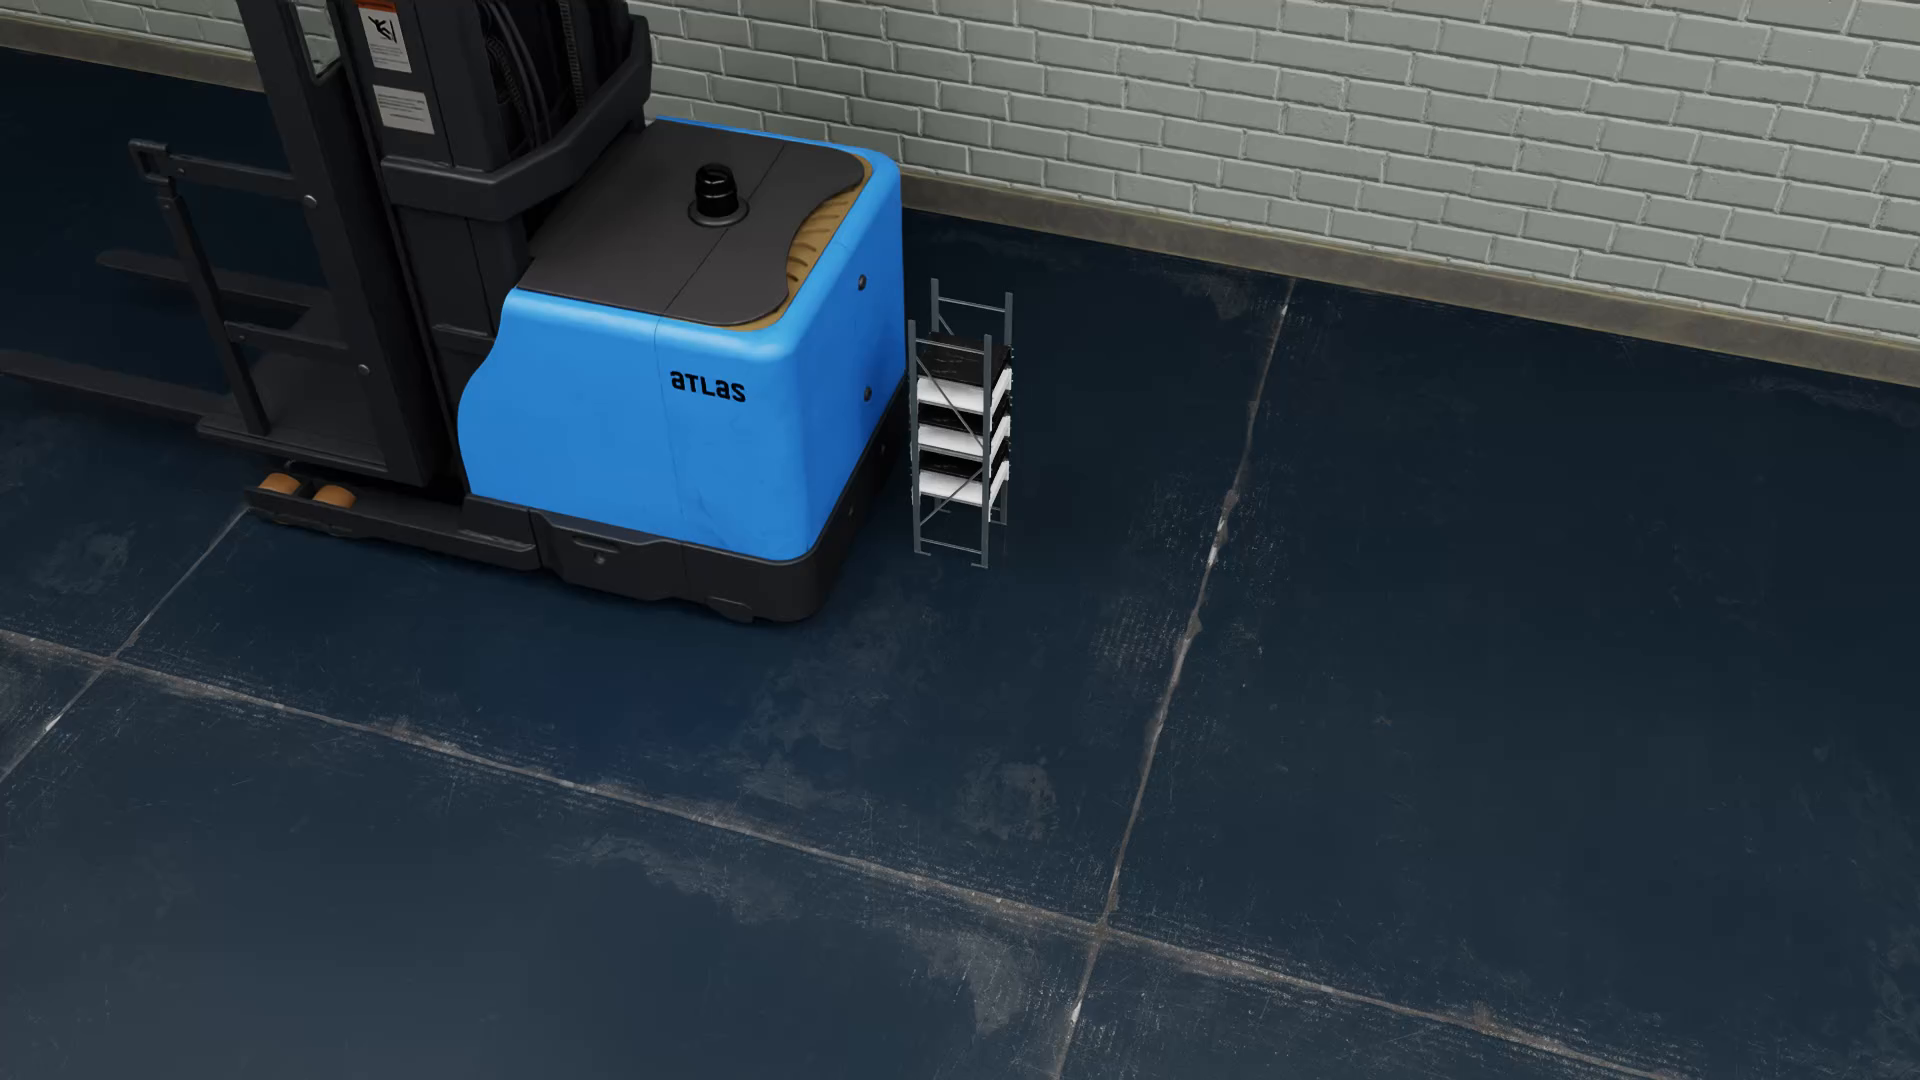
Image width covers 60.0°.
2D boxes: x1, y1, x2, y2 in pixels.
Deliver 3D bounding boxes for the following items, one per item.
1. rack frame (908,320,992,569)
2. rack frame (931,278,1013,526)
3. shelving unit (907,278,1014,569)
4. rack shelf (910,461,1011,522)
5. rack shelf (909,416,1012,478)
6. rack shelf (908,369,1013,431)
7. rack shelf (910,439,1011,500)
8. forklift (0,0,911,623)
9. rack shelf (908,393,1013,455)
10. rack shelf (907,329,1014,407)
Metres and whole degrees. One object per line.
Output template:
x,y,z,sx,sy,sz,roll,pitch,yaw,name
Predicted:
-0.028,-0.259,4.872,0.240,0.900,0.006,13,46,12,rack frame
0.033,-0.395,5.010,0.240,0.900,0.006,13,46,12,rack frame
0.002,-0.327,4.941,0.258,0.900,0.210,13,46,12,shelving unit
0.002,-0.175,5.090,0.258,0.077,0.200,13,46,12,rack shelf
0.002,-0.303,4.964,0.258,0.077,0.200,13,46,12,rack shelf
0.002,-0.432,4.838,0.258,0.077,0.200,13,46,12,rack shelf
0.002,-0.239,5.027,0.258,0.077,0.200,13,46,12,rack shelf
-1.735,-1.397,4.582,3.031,2.935,1.130,12,46,12,forklift
0.002,-0.368,4.901,0.258,0.077,0.200,13,46,12,rack shelf
0.002,-0.496,4.775,0.258,0.077,0.200,13,46,12,rack shelf
